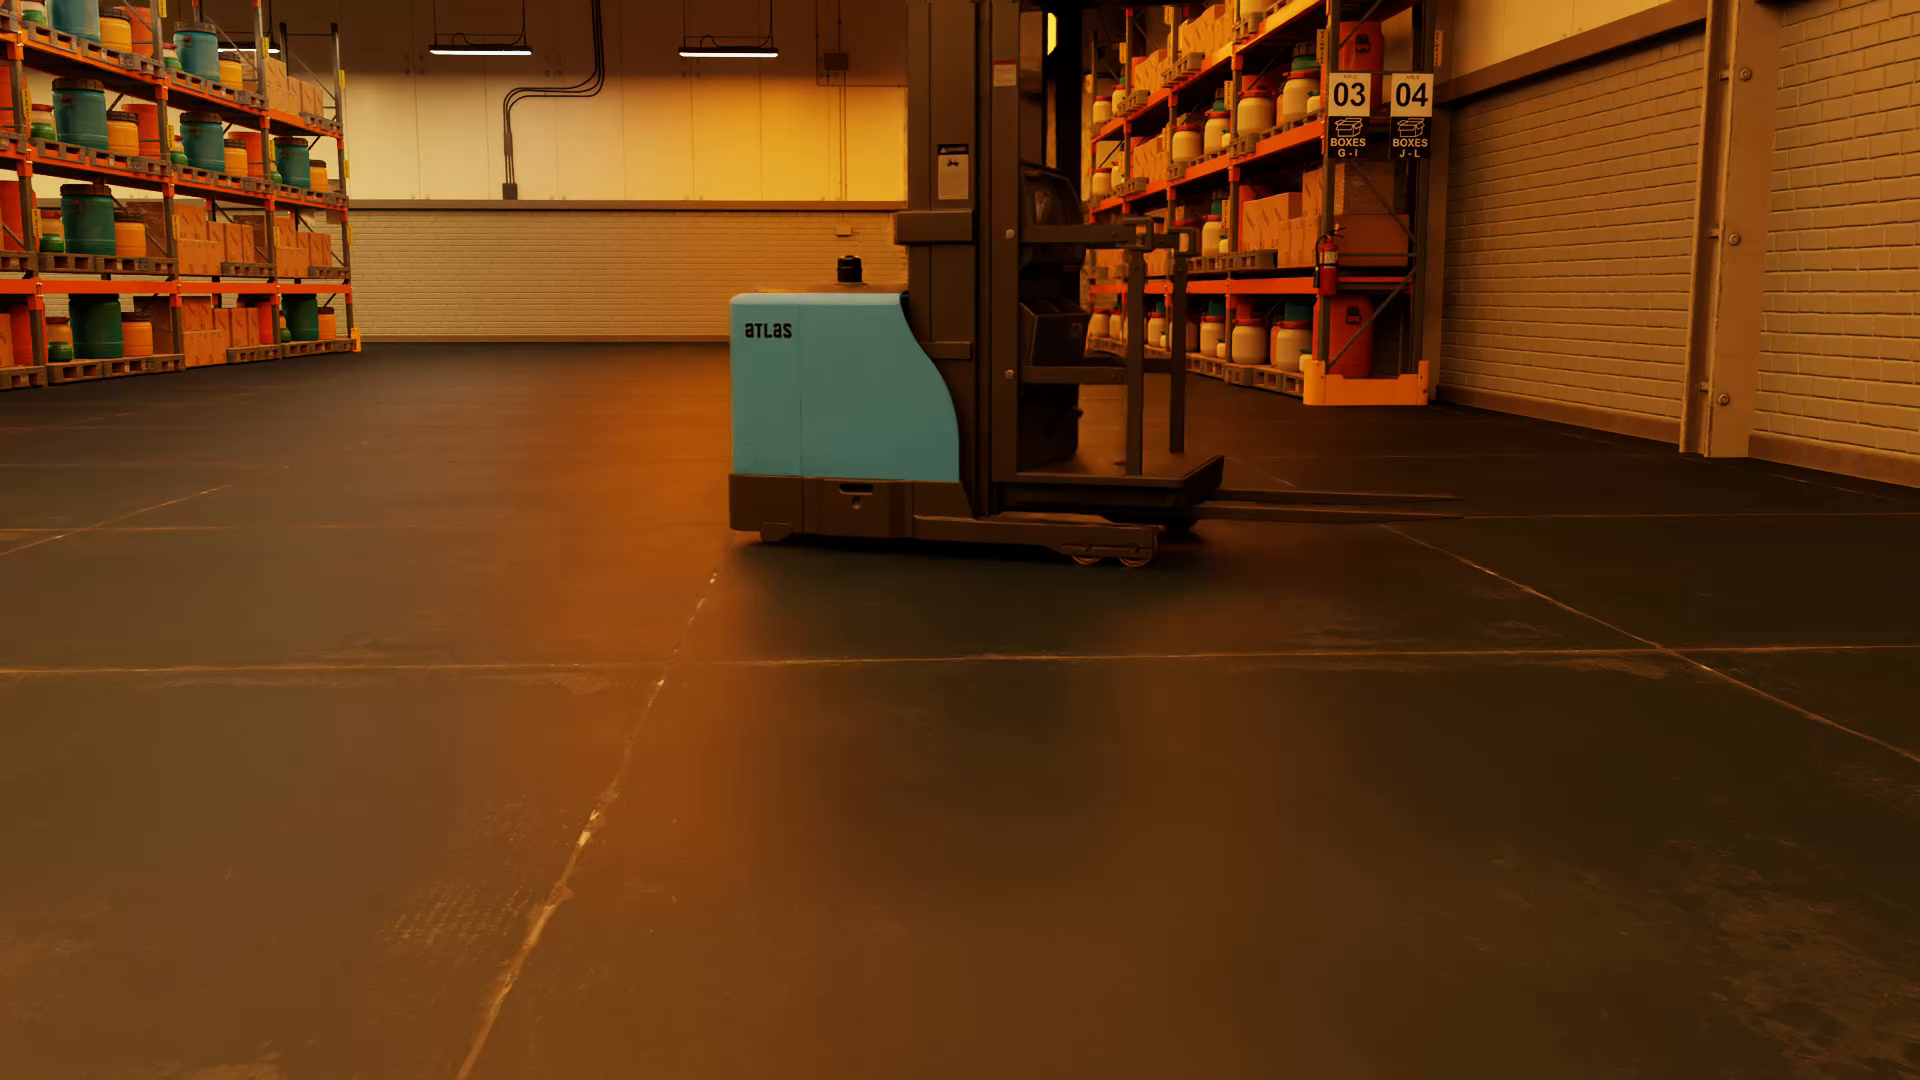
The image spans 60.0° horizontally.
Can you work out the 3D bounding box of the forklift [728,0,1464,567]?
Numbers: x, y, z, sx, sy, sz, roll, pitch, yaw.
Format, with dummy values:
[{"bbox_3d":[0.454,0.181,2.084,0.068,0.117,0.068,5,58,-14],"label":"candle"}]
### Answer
[{"bbox_3d":[0.579,-1.430,6.958,3.031,2.935,1.130,3,9,17],"label":"forklift"}]
